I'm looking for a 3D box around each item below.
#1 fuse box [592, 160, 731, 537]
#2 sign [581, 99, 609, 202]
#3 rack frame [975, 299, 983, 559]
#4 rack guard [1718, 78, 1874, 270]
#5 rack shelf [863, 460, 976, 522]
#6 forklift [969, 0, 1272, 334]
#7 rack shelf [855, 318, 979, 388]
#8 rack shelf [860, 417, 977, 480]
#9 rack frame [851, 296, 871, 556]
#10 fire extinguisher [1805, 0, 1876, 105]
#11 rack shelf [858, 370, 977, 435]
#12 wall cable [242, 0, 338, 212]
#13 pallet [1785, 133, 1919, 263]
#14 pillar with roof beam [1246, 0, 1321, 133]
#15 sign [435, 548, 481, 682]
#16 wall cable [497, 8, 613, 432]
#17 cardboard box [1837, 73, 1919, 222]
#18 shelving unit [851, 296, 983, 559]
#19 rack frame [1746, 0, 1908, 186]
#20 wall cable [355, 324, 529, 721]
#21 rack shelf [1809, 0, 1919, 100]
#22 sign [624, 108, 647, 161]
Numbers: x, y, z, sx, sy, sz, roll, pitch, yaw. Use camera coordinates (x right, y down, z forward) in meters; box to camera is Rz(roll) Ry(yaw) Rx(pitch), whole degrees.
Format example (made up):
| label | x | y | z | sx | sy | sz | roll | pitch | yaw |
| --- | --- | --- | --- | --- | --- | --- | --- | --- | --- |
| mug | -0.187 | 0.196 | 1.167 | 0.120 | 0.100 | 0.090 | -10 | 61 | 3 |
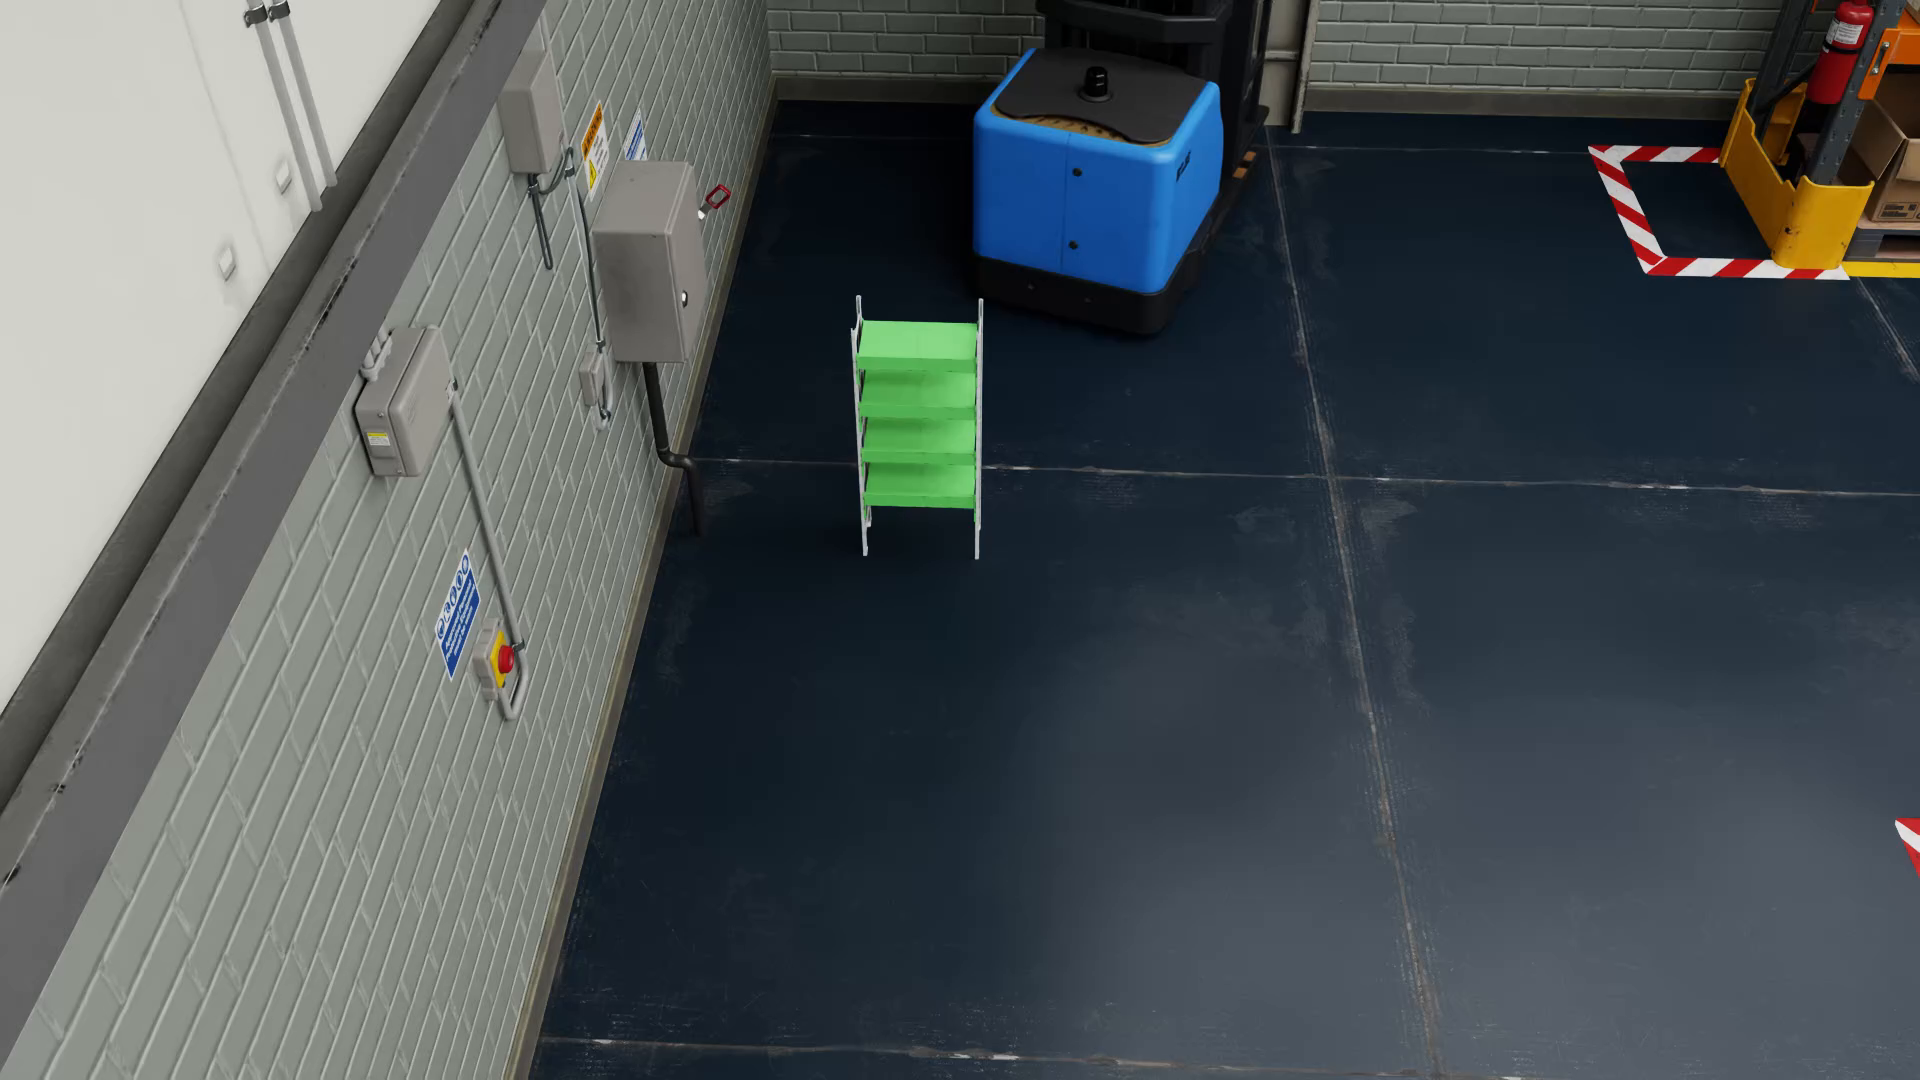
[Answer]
| label | x | y | z | sx | sy | sz | roll | pitch | yaw |
| --- | --- | --- | --- | --- | --- | --- | --- | --- | --- |
| fuse box | -1.117 | -0.677 | 6.807 | 0.414 | 1.711 | 0.539 | 2 | 43 | 2 |
| sign | -1.326 | -1.419 | 6.052 | 0.001 | 0.242 | 0.339 | 2 | 43 | 2 |
| rack frame | 0.078 | -0.437 | 6.924 | 0.015 | 1.200 | 0.240 | 2 | 43 | 2 |
| rack guard | 4.572 | -2.028 | 9.146 | 0.348 | 0.500 | 1.175 | 2 | 43 | 2 |
| rack shelf | -0.165 | -0.222 | 7.139 | 0.480 | 0.148 | 0.258 | 2 | 43 | 2 |
| forklift | 1.081 | -3.117 | 8.531 | 1.130 | 2.935 | 3.031 | 16 | 45 | 16 |
| rack shelf | -0.165 | -0.749 | 6.648 | 0.480 | 0.148 | 0.258 | 2 | 43 | 2 |
| rack shelf | -0.165 | -0.397 | 6.975 | 0.480 | 0.148 | 0.258 | 2 | 43 | 2 |
| rack frame | -0.409 | -0.452 | 6.940 | 0.015 | 1.200 | 0.240 | 2 | 43 | 2 |
| fire extinguisher | 4.329 | -2.470 | 8.117 | 0.183 | 0.674 | 0.296 | 2 | 43 | 2 |
| rack shelf | -0.165 | -0.573 | 6.812 | 0.480 | 0.148 | 0.258 | 2 | 43 | 2 |
| wall cable | -1.418 | -1.743 | 2.605 | 0.029 | 3.000 | 0.463 | 2 | 43 | 2 |
| pallet | 5.369 | -1.899 | 9.219 | 1.213 | 0.211 | 1.003 | 2 | 43 | 2 |
| pillar with roof beam | 1.650 | -2.905 | 3.852 | 0.400 | 9.000 | 9.100 | 2 | 43 | 2 |
| sign | -1.421 | 0.210 | 4.711 | 0.001 | 0.218 | 0.327 | 2 | 43 | 2 |
| wall cable | -1.305 | -1.060 | 5.528 | 0.122 | 1.984 | 0.588 | 2 | 43 | 2 |
| cardboard box | 5.103 | -2.102 | 8.915 | 0.637 | 0.503 | 0.797 | 0 | 43 | 0 |
| shelving unit | -0.165 | -0.444 | 6.932 | 0.503 | 1.200 | 0.258 | 2 | 43 | 2 |
| rack frame | 4.497 | -2.945 | 8.296 | 0.127 | 3.000 | 1.000 | 2 | 43 | 2 |
| wall cable | -1.357 | -0.106 | 4.480 | 0.123 | 1.953 | 0.585 | 2 | 43 | 2 |
| rack shelf | 6.494 | -2.621 | 8.476 | 4.000 | 0.370 | 1.077 | 2 | 43 | 2 |
| sign | -1.302 | -1.456 | 6.768 | 0.001 | 0.494 | 0.329 | 2 | 43 | 2 |
